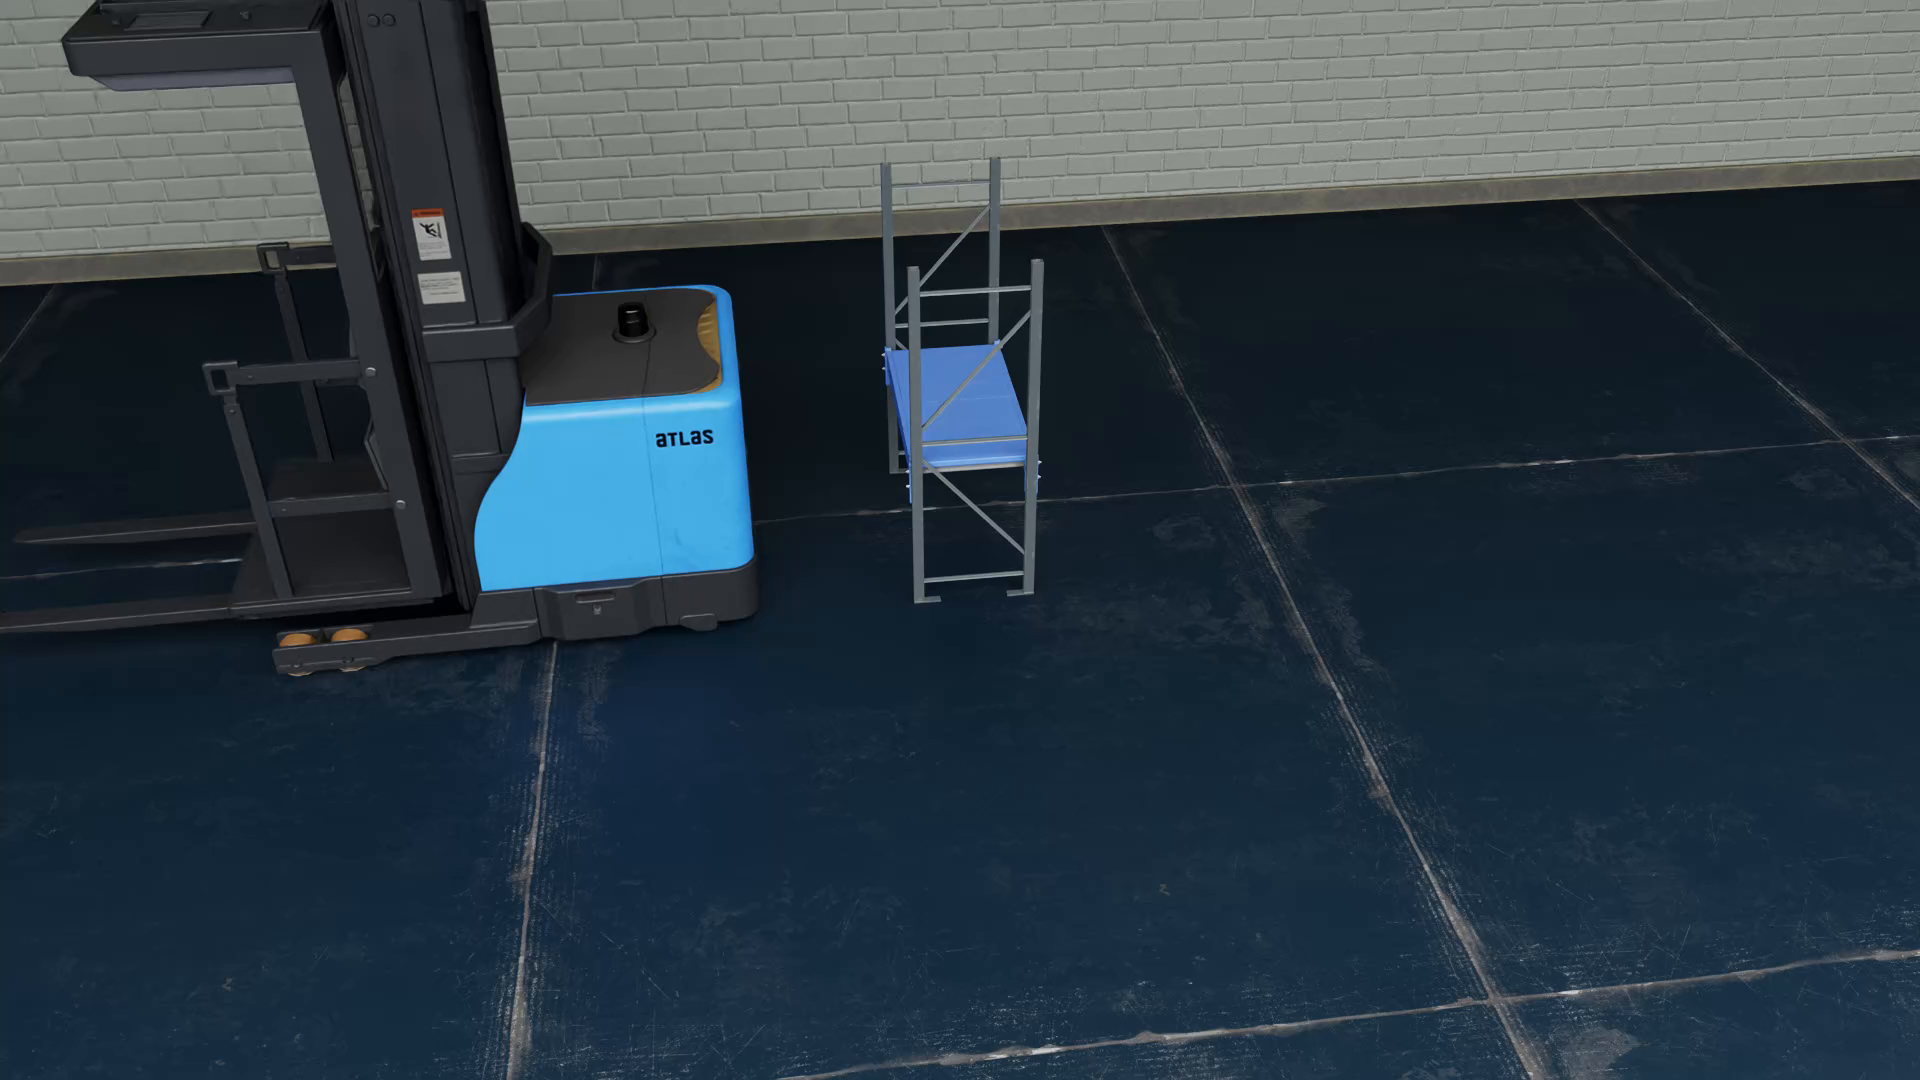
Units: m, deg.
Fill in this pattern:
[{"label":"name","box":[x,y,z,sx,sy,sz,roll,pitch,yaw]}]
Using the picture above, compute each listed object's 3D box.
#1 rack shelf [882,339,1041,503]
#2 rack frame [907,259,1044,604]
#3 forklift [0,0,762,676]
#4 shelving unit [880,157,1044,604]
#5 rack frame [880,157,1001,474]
[{"label":"rack shelf","box":[-0.011,-0.519,6.999,0.538,0.185,1.000,-4,35,-6]},{"label":"rack frame","box":[0.057,-0.384,6.481,0.500,1.500,0.032,-4,35,-6]},{"label":"forklift","box":[-2.368,-1.002,6.117,3.031,2.935,1.130,-5,35,-7]},{"label":"shelving unit","box":[-0.011,-0.667,6.897,0.538,1.500,1.048,-4,35,-6]},{"label":"rack frame","box":[-0.080,-0.951,7.314,0.500,1.500,0.032,-4,35,-6]}]
